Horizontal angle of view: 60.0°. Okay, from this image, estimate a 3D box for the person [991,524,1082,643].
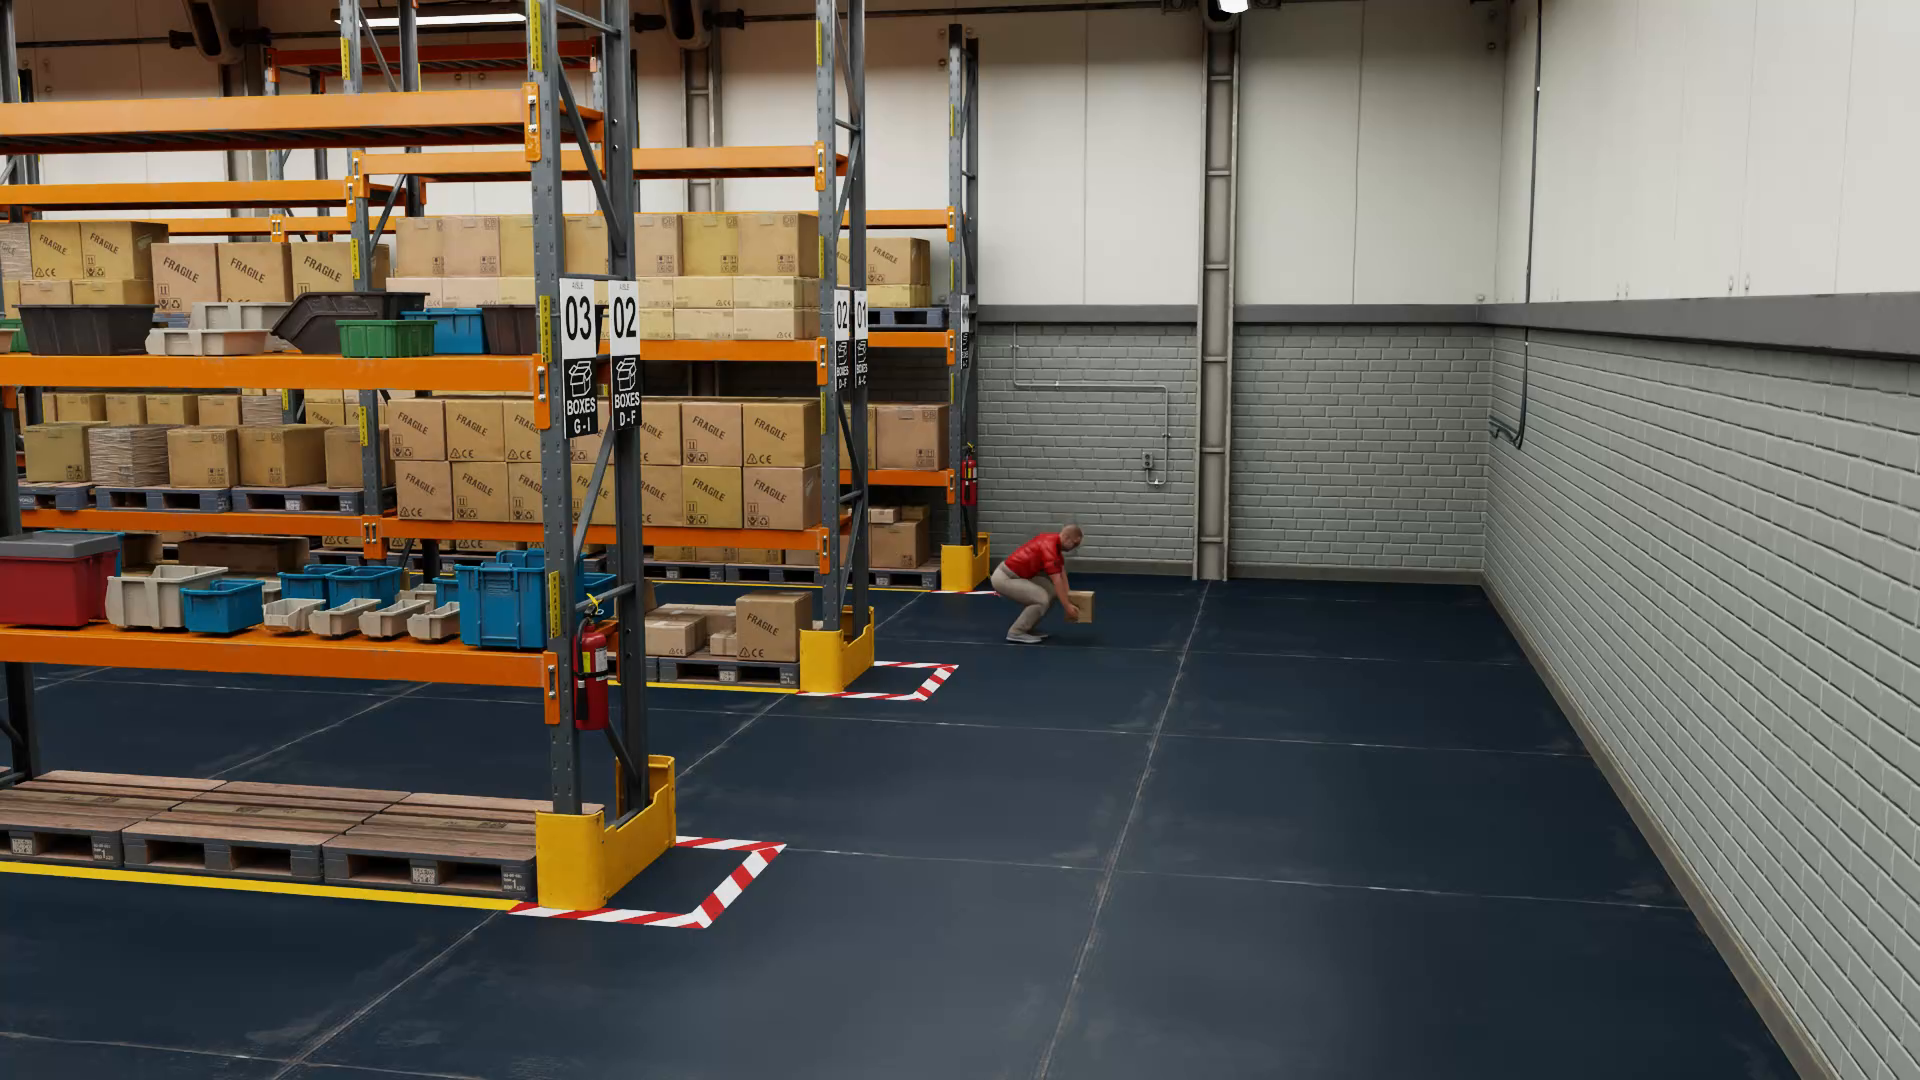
[{"bbox_3d":[0.726,0.389,15.428,0.845,1.085,0.573,2,8,11],"label":"person"}]
